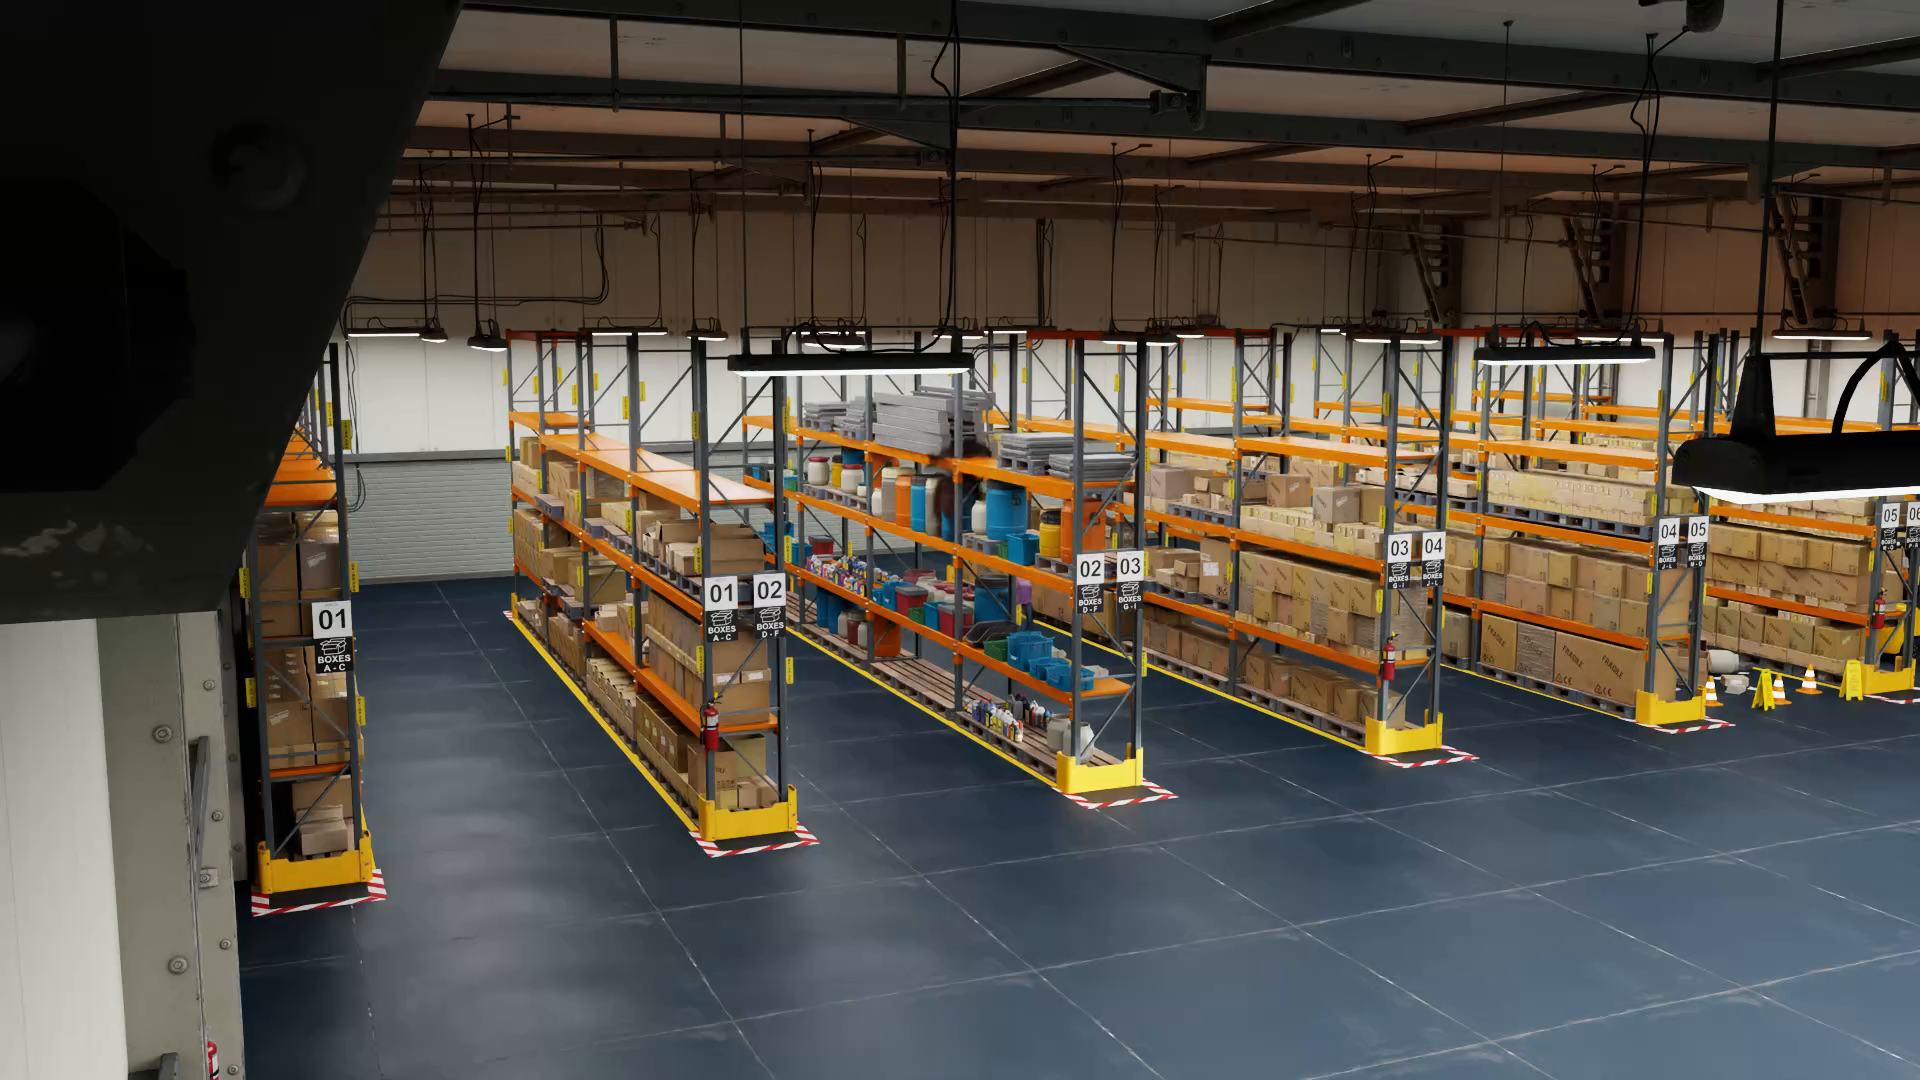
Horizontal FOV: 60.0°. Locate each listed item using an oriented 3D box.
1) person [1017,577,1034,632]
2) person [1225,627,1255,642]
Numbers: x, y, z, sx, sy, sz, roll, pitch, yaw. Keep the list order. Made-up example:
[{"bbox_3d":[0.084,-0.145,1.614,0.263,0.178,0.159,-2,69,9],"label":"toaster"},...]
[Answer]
[{"bbox_3d":[1.193,1.206,32.019,0.491,1.552,0.823,-4,9,-25],"label":"person"},{"bbox_3d":[5.334,1.267,31.279,0.595,1.639,1.007,-3,8,-23],"label":"person"}]
